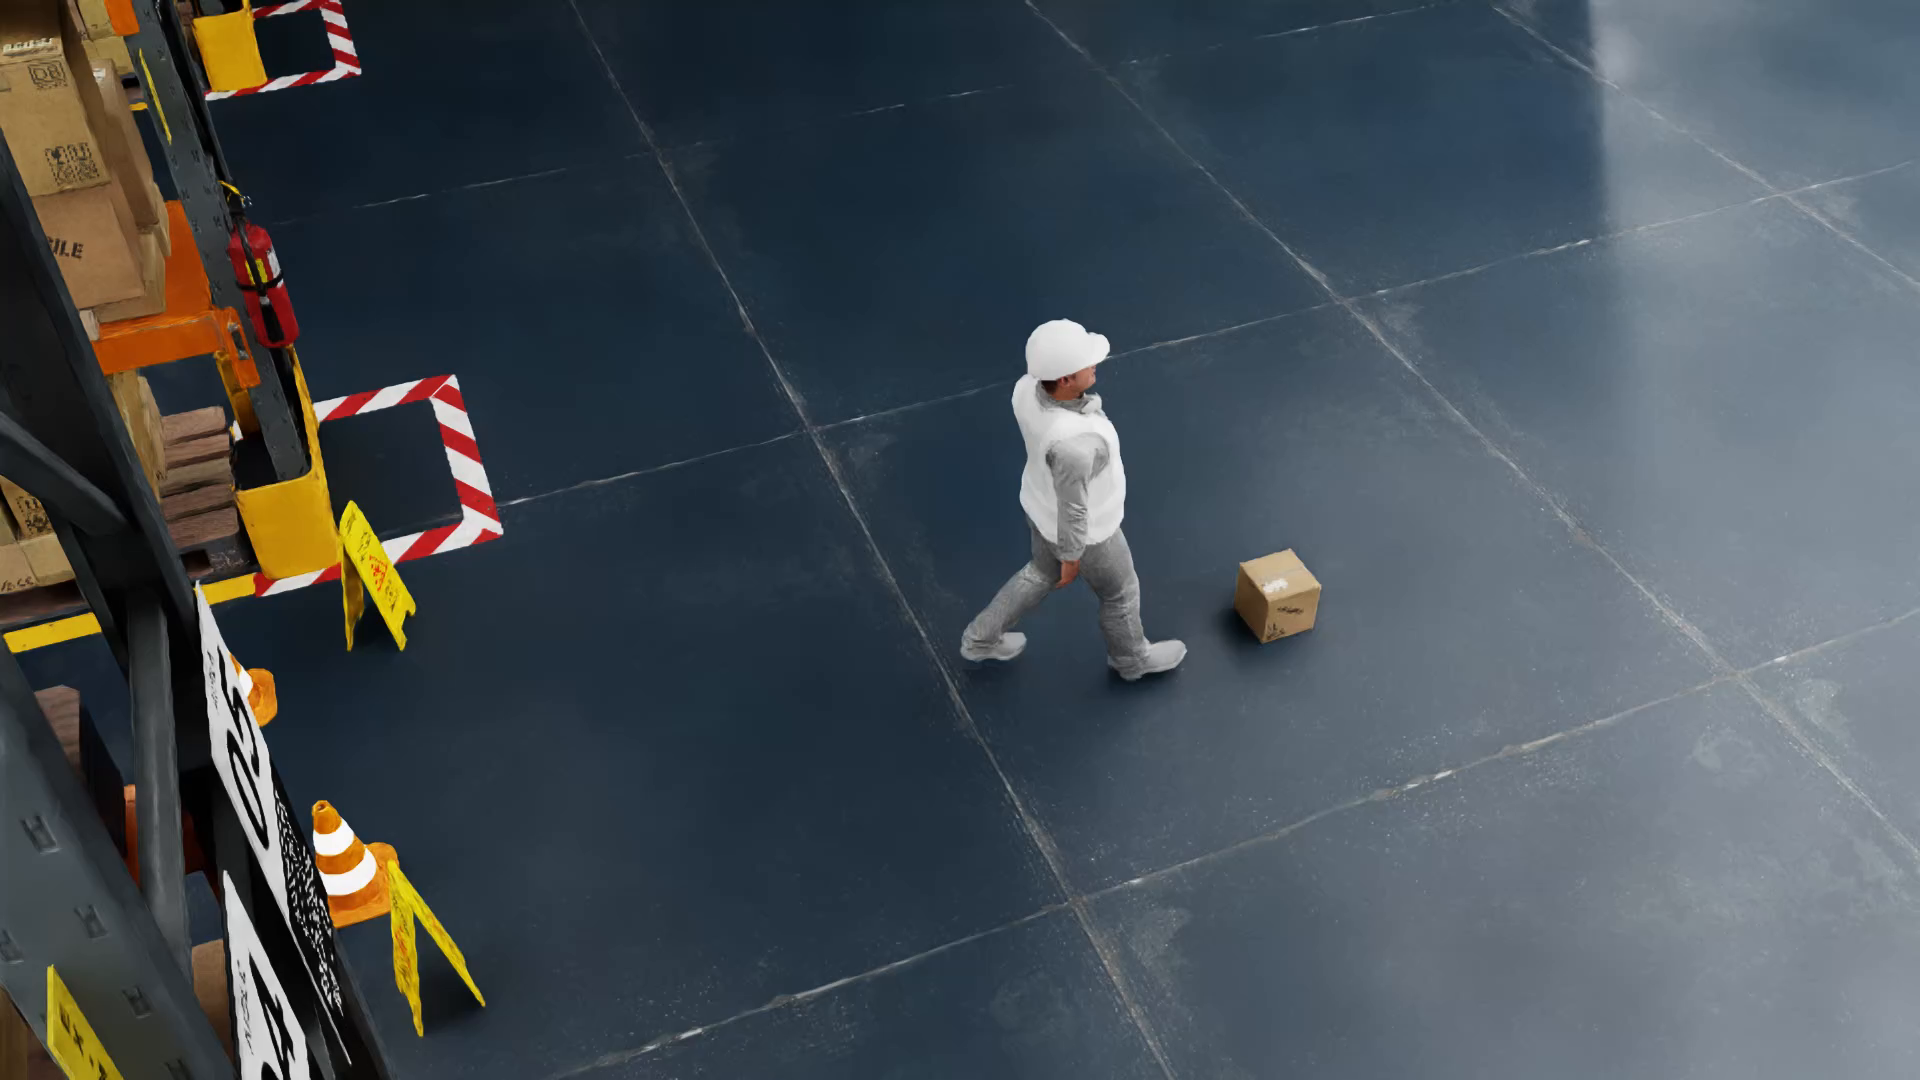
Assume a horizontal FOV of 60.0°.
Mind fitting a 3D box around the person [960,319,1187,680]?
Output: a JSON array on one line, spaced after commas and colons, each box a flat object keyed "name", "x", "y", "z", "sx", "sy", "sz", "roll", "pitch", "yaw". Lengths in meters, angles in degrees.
[{"name": "person", "x": 0.467, "y": -0.126, "z": 6.289, "sx": 0.894, "sy": 1.744, "sz": 0.538, "roll": -15, "pitch": 44, "yaw": -17}]
